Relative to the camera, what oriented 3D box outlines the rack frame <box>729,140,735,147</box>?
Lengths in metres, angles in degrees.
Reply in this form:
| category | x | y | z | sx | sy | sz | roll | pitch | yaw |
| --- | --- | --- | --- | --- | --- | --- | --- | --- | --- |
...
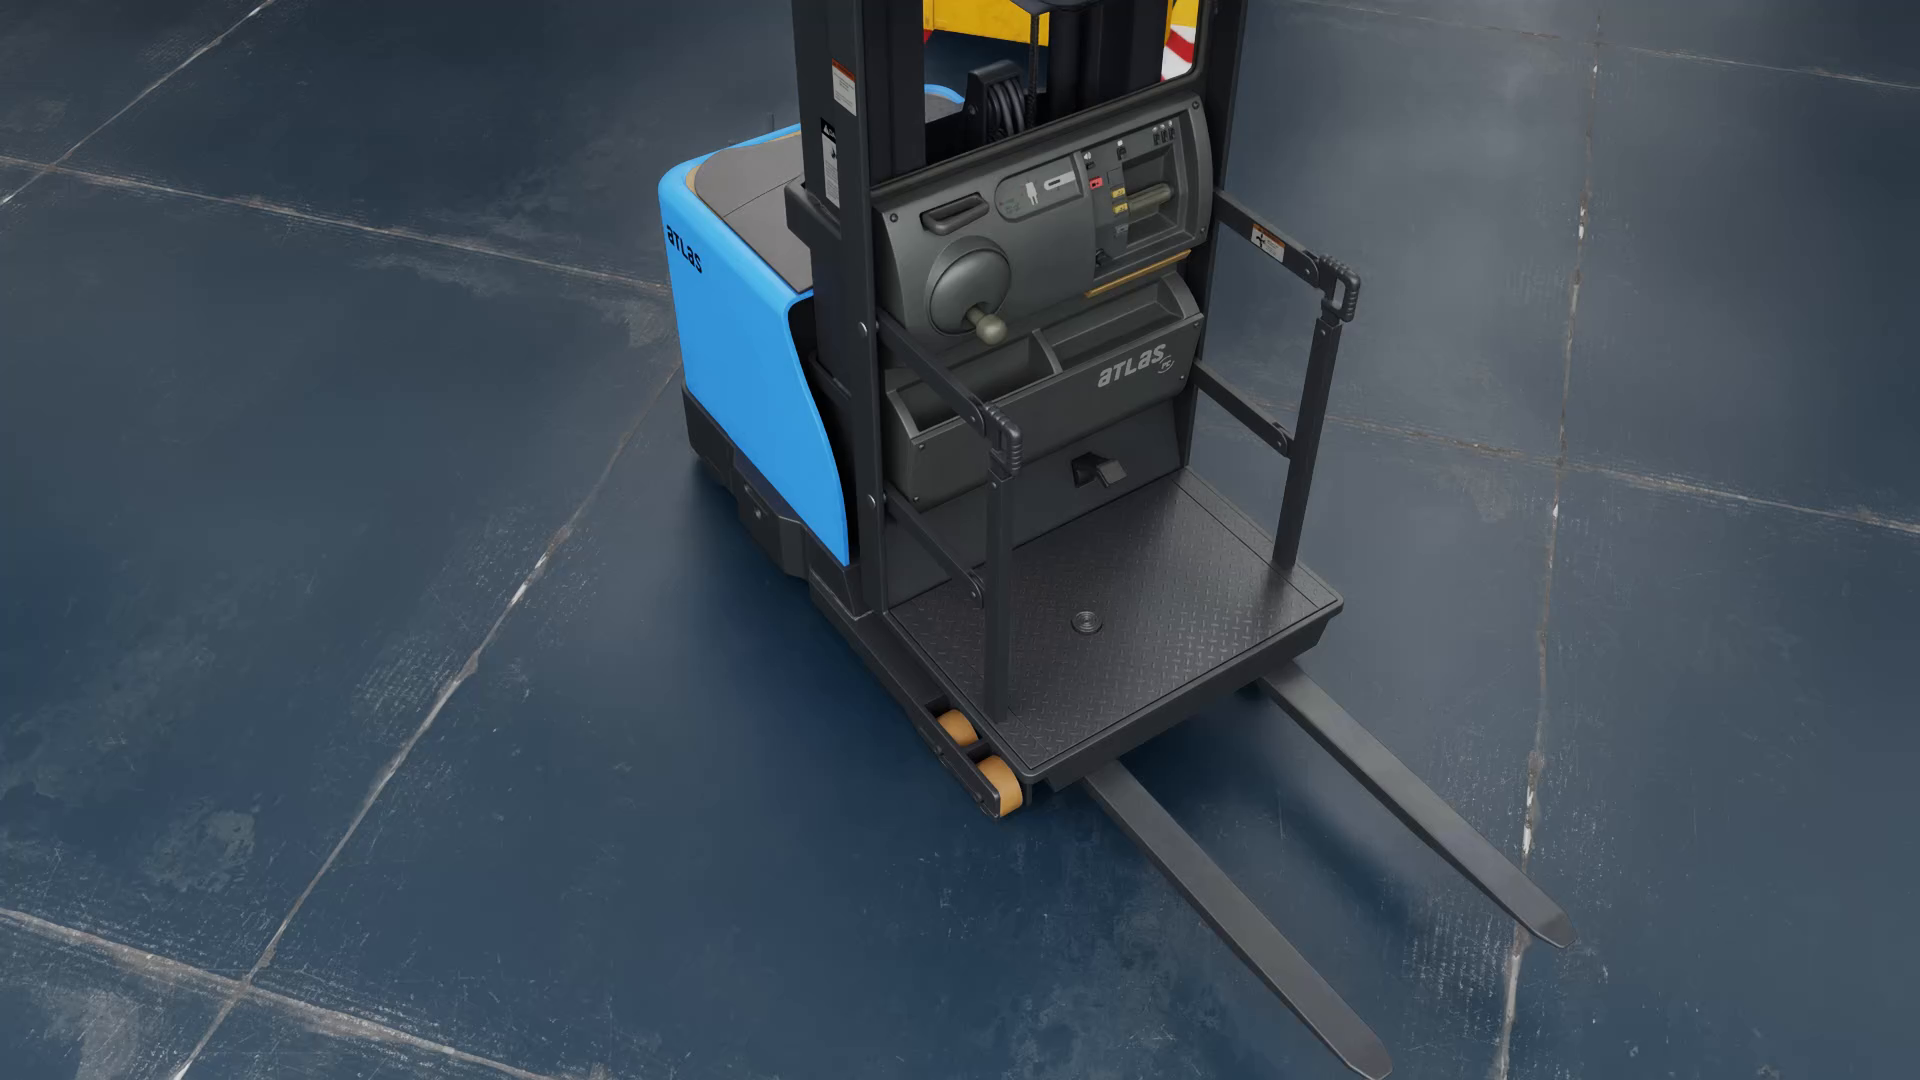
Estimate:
| category | x | y | z | sx | sy | sz | roll | pitch | yaw |
| --- | --- | --- | --- | --- | --- | --- | --- | --- | --- |
| rack frame | -0.627 | -0.896 | 5.522 | 0.240 | 0.900 | 0.006 | 23 | 49 | 22 |

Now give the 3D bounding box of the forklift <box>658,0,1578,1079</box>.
| category | x | y | z | sx | sy | sz | roll | pitch | yaw |
| --- | --- | --- | --- | --- | --- | --- | --- | --- | --- |
| forklift | 0.350 | -0.687 | 3.857 | 1.130 | 2.935 | 3.031 | -25 | 50 | -24 |

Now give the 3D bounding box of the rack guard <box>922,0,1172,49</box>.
| category | x | y | z | sx | sy | sz | roll | pitch | yaw |
| --- | --- | --- | --- | --- | --- | --- | --- | --- | --- |
| rack guard | 0.365 | -2.543 | 7.492 | 1.175 | 0.500 | 0.348 | 13 | 46 | 13 |

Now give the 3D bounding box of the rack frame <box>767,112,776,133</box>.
| category | x | y | z | sx | sy | sz | roll | pitch | yaw |
| --- | --- | --- | --- | --- | --- | --- | --- | --- | --- |
| rack frame | -0.520 | -1.017 | 5.646 | 0.240 | 0.900 | 0.006 | 23 | 49 | 22 |

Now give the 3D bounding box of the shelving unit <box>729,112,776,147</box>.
| category | x | y | z | sx | sy | sz | roll | pitch | yaw |
| --- | --- | --- | --- | --- | --- | --- | --- | --- | --- |
| shelving unit | -0.574 | -0.956 | 5.584 | 0.258 | 0.900 | 0.210 | 23 | 49 | 22 |
